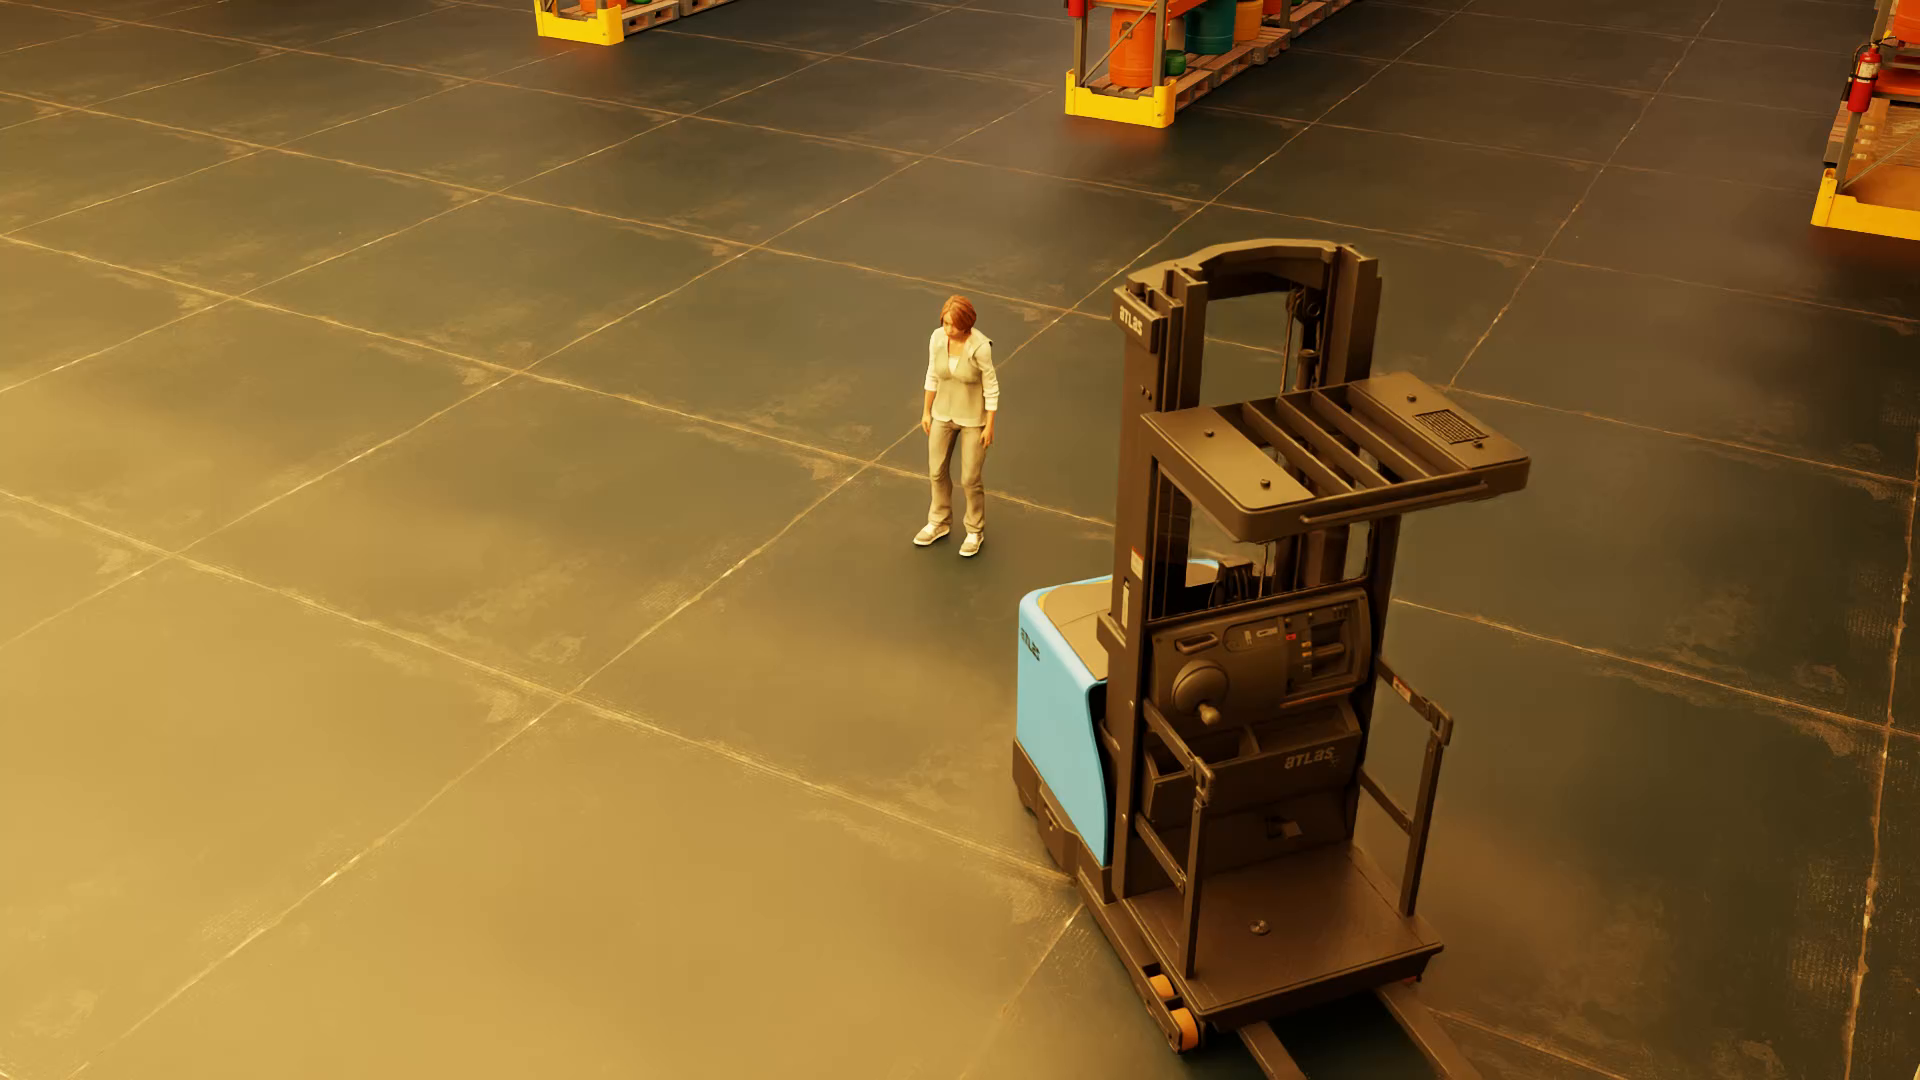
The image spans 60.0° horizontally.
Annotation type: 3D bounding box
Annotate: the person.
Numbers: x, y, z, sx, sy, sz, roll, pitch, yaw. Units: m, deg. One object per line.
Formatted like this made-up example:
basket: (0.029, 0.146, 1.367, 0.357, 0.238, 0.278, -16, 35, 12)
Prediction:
person: (-0.005, -0.674, 9.590, 0.467, 1.581, 0.344, 14, 33, 23)

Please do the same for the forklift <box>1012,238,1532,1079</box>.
forklift: (1.238, 0.501, 6.203, 1.130, 2.935, 3.031, -11, 32, -18)
